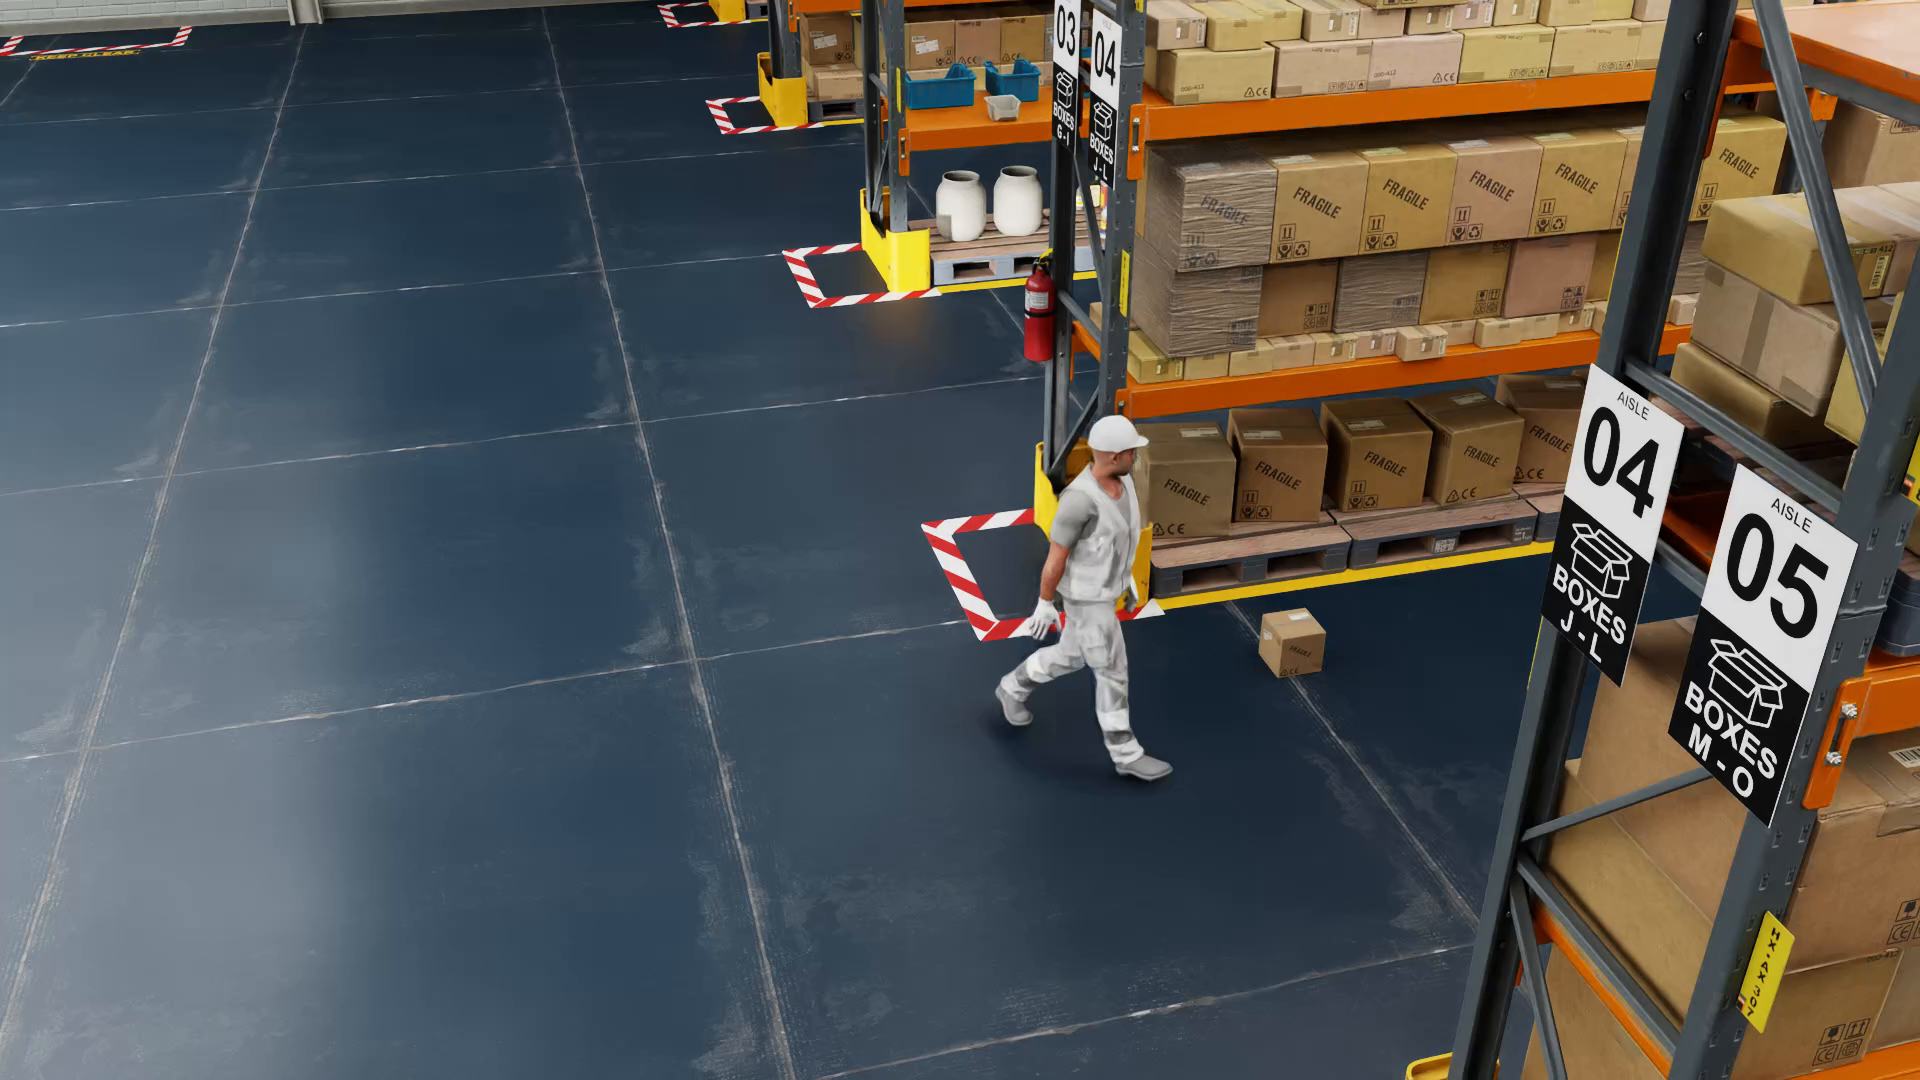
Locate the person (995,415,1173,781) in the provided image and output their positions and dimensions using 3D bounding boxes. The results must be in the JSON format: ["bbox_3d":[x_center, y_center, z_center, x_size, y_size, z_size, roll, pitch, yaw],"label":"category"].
[{"bbox_3d":[0.634,0.240,7.839,1.024,1.734,0.632,15,33,24],"label":"person"}]
